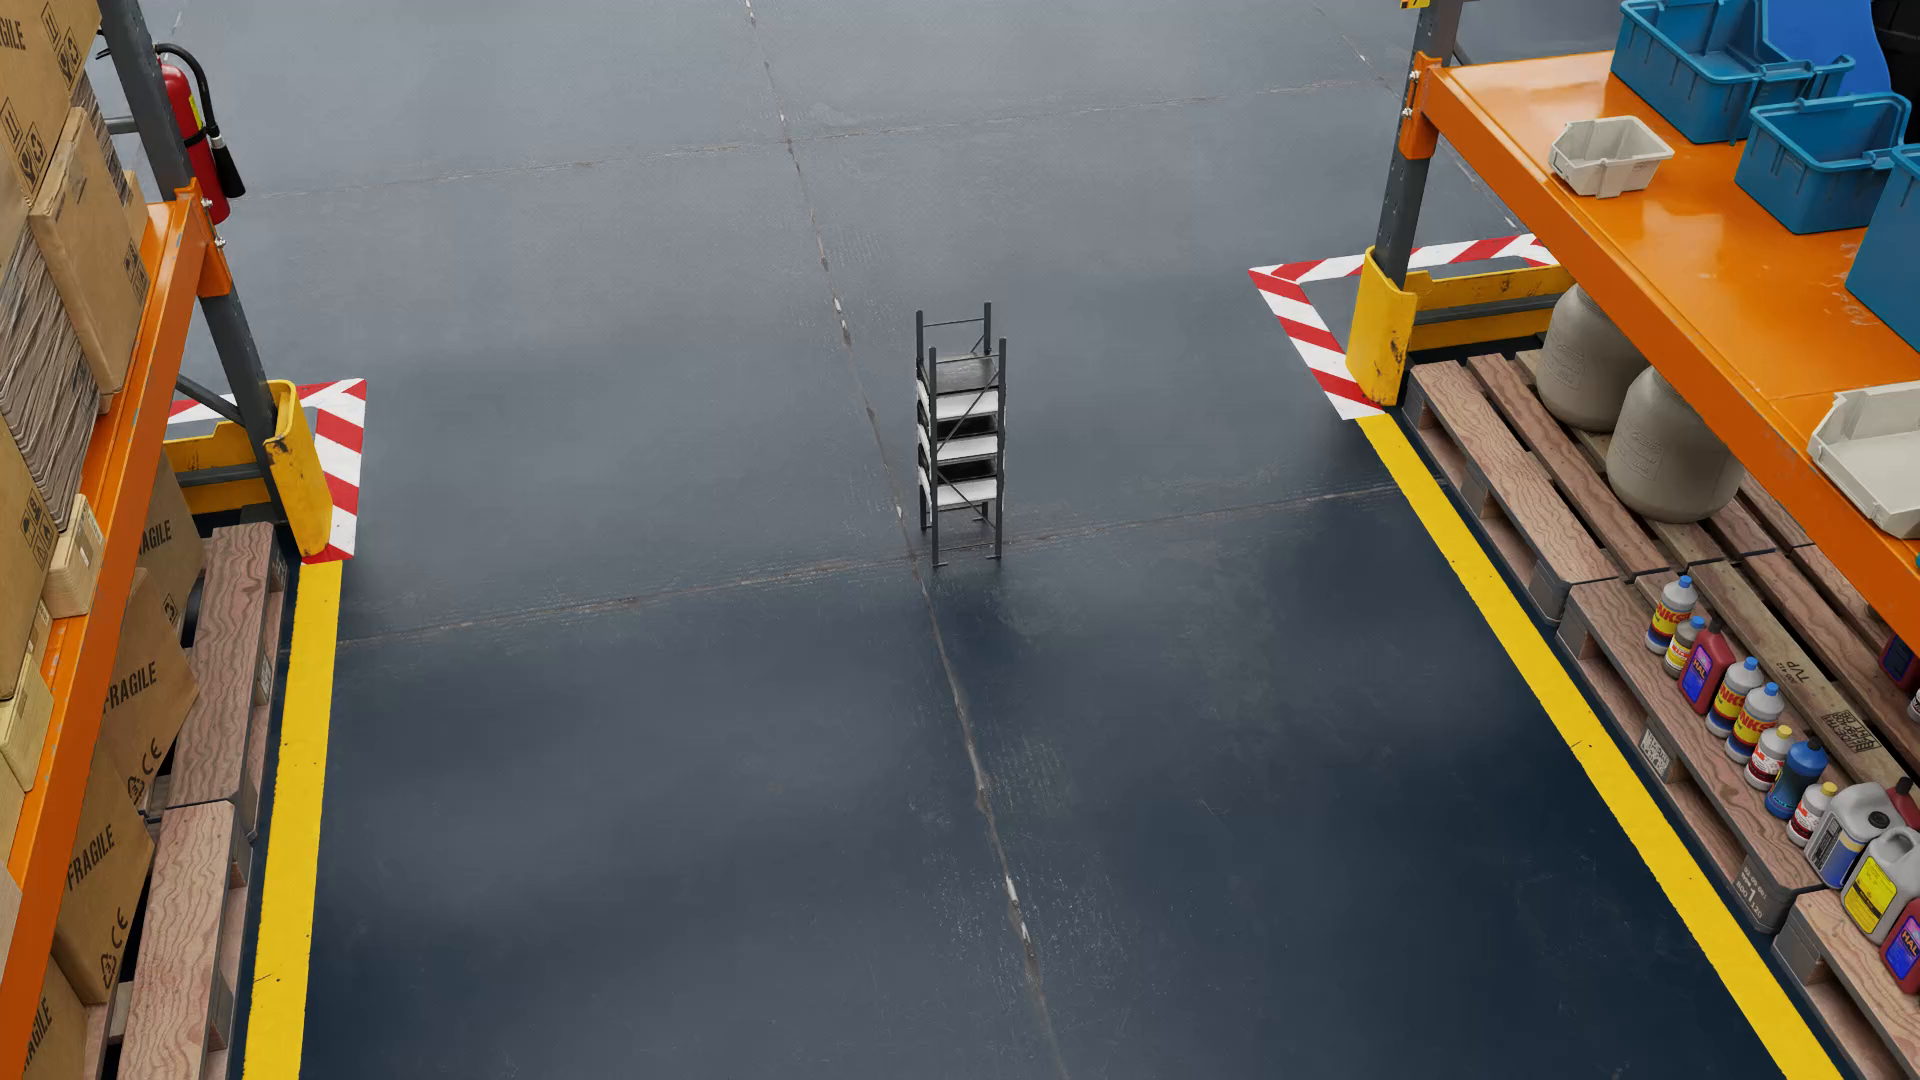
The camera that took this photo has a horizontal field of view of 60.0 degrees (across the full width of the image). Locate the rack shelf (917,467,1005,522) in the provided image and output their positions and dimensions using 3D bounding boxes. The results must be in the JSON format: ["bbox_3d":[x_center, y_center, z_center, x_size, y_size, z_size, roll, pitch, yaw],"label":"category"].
[{"bbox_3d":[0.002,-0.172,5.587,0.258,0.077,0.200,-8,42,-9],"label":"rack shelf"}]

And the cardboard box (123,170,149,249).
[{"bbox_3d":[-2.527,-0.902,4.696,0.380,0.149,0.250,-8,42,-9],"label":"cardboard box"}]

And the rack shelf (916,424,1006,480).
[{"bbox_3d":[0.002,-0.306,5.467,0.258,0.077,0.200,-8,42,-9],"label":"rack shelf"}]

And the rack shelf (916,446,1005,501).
[{"bbox_3d":[0.002,-0.239,5.527,0.258,0.077,0.200,-8,42,-9],"label":"rack shelf"}]

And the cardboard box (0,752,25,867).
[{"bbox_3d":[-1.974,0.547,3.064,0.380,0.149,0.250,-8,42,-9],"label":"cardboard box"}]

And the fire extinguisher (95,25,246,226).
[{"bbox_3d":[-2.365,-1.262,4.971,0.296,0.674,0.183,-8,42,-9],"label":"fire extinguisher"}]

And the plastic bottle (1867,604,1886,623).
[{"bbox_3d":[2.870,0.149,5.099,0.097,0.201,0.097,0,42,0],"label":"plastic bottle"}]

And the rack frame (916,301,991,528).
[{"bbox_3d":[-0.020,-0.397,5.520,0.240,0.900,0.006,-8,42,-9],"label":"rack frame"}]

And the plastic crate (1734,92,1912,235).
[{"bbox_3d":[2.581,-1.102,4.843,0.499,0.251,0.408,-8,42,-9],"label":"plastic crate"}]

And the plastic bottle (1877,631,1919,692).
[{"bbox_3d":[2.794,0.301,4.866,0.061,0.283,0.133,-8,42,-9],"label":"plastic bottle"}]

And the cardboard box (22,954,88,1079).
[{"bbox_3d":[-2.316,1.193,3.713,0.500,0.500,0.500,-12,43,-13],"label":"cardboard box"}]

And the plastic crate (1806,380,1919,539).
[{"bbox_3d":[2.311,-0.185,3.898,0.530,0.136,0.437,-8,42,-9],"label":"plastic crate"}]

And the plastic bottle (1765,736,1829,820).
[{"bbox_3d":[2.272,0.634,4.501,0.097,0.271,0.097,0,42,0],"label":"plastic bottle"}]

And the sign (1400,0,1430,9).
[{"bbox_3d":[1.508,-1.888,5.409,0.100,0.325,0.005,-8,42,-9],"label":"sign"}]

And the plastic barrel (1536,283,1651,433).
[{"bbox_3d":[2.263,-0.672,5.805,0.421,0.512,0.421,0,42,0],"label":"plastic barrel"}]

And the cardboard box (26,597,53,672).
[{"bbox_3d":[-2.115,0.228,3.423,0.380,0.149,0.250,-8,42,-9],"label":"cardboard box"}]

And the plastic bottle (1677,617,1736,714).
[{"bbox_3d":[2.164,0.360,4.800,0.061,0.283,0.133,-8,42,-9],"label":"plastic bottle"}]

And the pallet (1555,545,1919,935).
[{"bbox_3d":[2.538,0.541,4.981,1.003,0.211,1.213,-8,42,-9],"label":"pallet"}]

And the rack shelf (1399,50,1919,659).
[{"bbox_3d":[2.478,-0.295,4.365,1.077,0.370,4.000,-8,42,-9],"label":"rack shelf"}]

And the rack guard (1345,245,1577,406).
[{"bbox_3d":[2.108,-0.883,6.368,1.175,0.500,0.348,-8,42,-9],"label":"rack guard"}]

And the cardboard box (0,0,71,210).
[{"bbox_3d":[-2.317,-1.029,3.597,0.500,0.500,0.500,-8,42,-9],"label":"cardboard box"}]

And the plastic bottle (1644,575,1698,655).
[{"bbox_3d":[2.133,0.215,4.972,0.097,0.271,0.097,0,42,0],"label":"plastic bottle"}]

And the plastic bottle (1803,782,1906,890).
[{"bbox_3d":[2.346,0.771,4.343,0.152,0.276,0.135,-8,42,-8],"label":"plastic bottle"}]

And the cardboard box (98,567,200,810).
[{"bbox_3d":[-2.509,0.417,4.588,0.500,0.500,0.500,2,42,2],"label":"cardboard box"}]

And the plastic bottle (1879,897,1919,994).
[{"bbox_3d":[2.372,0.983,4.097,0.061,0.283,0.133,-6,42,-6],"label":"plastic bottle"}]

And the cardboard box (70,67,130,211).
[{"bbox_3d":[-2.698,-0.939,4.249,0.875,0.500,0.500,-8,42,-9],"label":"cardboard box"}]

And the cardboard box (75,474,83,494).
[{"bbox_3d":[-2.241,-0.094,3.785,0.380,0.149,0.250,-8,42,-9],"label":"cardboard box"}]

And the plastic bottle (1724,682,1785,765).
[{"bbox_3d":[2.228,0.502,4.649,0.097,0.271,0.097,0,42,0],"label":"plastic bottle"}]

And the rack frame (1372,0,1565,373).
[{"bbox_3d":[2.046,-1.861,5.586,1.000,3.000,0.127,-8,42,-9],"label":"rack frame"}]

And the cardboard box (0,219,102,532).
[{"bbox_3d":[-2.408,-0.302,3.531,0.875,0.500,0.500,-8,42,-9],"label":"cardboard box"}]

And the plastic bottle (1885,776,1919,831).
[{"bbox_3d":[2.450,0.752,4.358,0.061,0.283,0.133,-8,42,-9],"label":"plastic bottle"}]

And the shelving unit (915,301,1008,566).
[{"bbox_3d":[0.002,-0.331,5.445,0.258,0.900,0.210,-8,42,-9],"label":"shelving unit"}]

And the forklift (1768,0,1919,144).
[{"bbox_3d":[4.521,-2.486,6.343,3.031,2.935,1.130,29,49,29],"label":"forklift"}]

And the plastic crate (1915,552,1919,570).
[{"bbox_3d":[2.405,0.109,3.479,0.499,0.251,0.616,-8,42,-9],"label":"plastic crate"}]

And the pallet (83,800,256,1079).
[{"bbox_3d":[-2.373,1.262,4.169,1.003,0.211,1.213,-8,42,-9],"label":"pallet"}]
